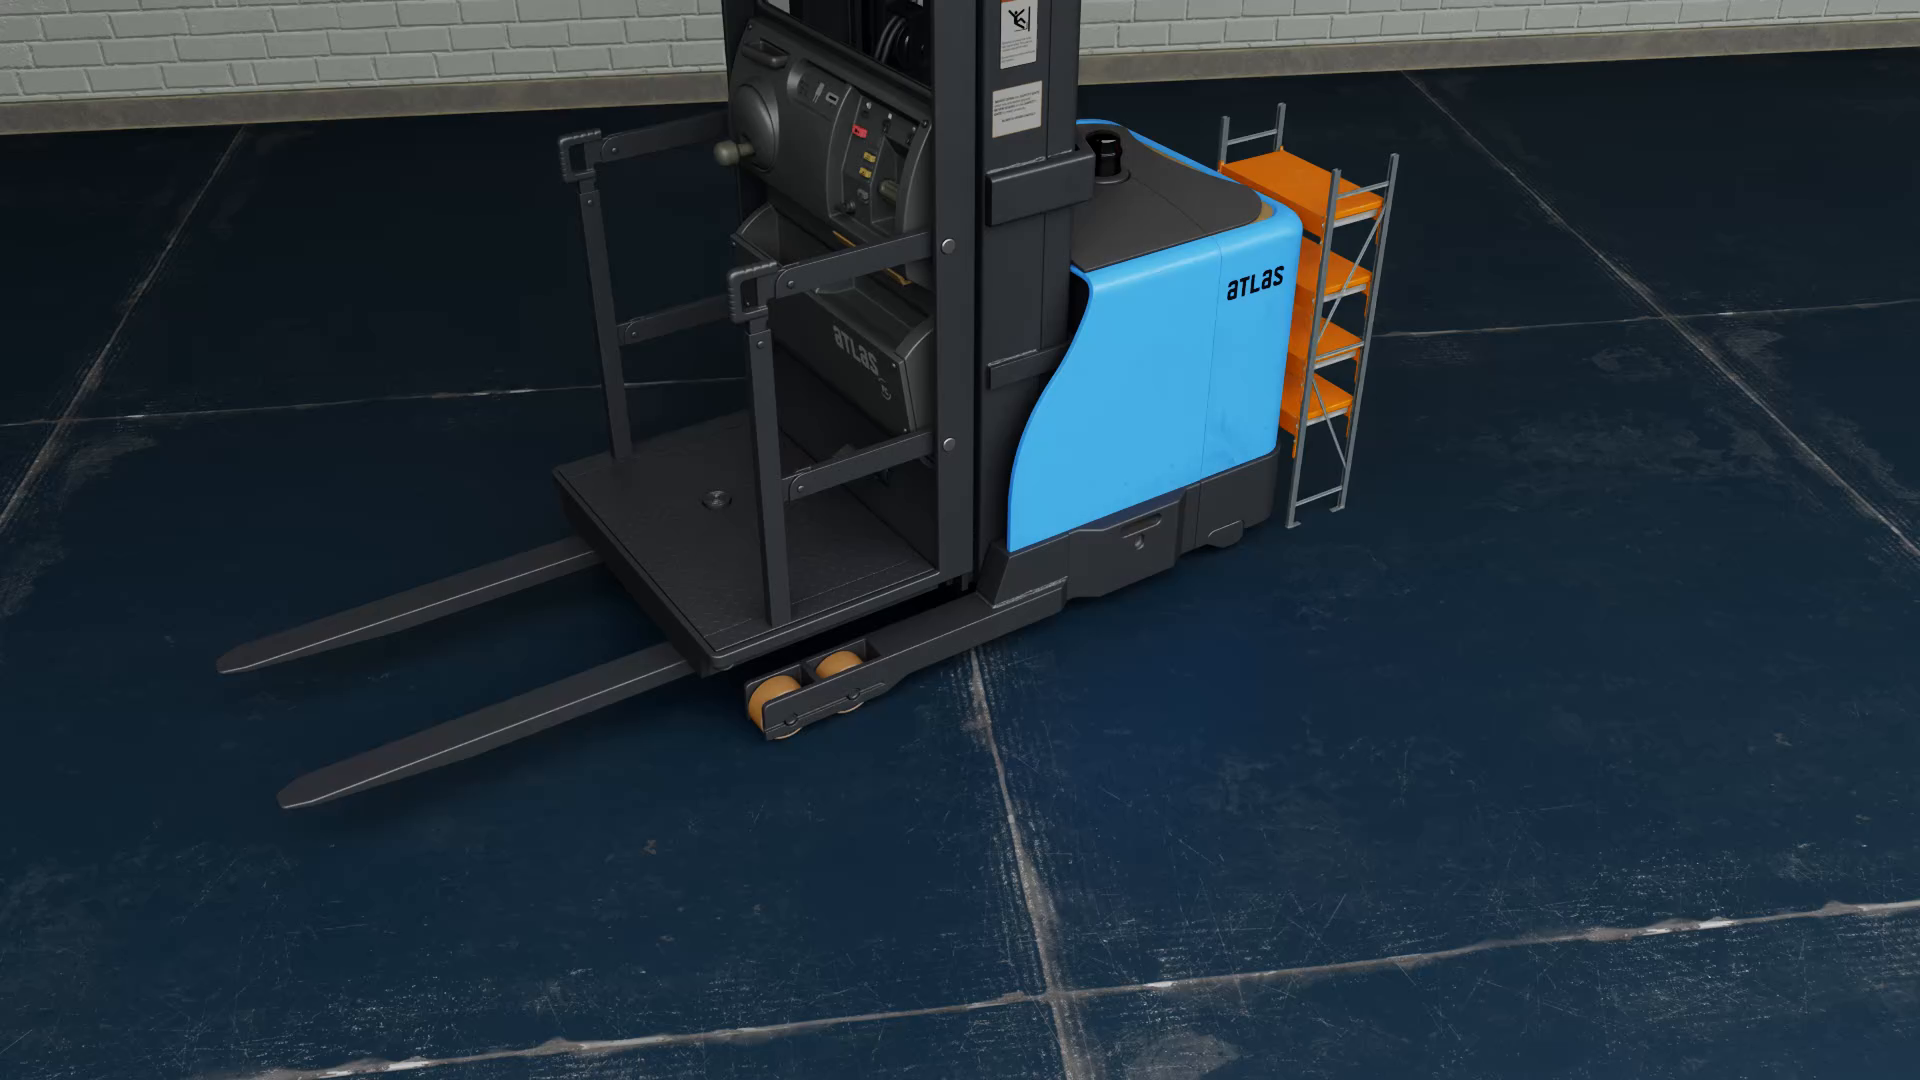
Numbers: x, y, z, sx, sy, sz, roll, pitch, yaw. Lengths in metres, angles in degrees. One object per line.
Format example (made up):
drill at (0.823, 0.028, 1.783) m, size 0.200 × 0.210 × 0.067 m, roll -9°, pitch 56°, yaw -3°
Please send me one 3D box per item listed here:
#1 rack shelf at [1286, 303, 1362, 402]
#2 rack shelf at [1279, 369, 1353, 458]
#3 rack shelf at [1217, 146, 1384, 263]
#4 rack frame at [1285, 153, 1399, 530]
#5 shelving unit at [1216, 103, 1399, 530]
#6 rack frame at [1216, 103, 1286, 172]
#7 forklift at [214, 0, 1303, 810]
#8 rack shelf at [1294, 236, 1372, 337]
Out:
rack shelf at (1.015, -0.629, 5.227) m, size 0.258 × 0.148 × 0.480 m, roll -19°, pitch 39°, yaw -26°
rack shelf at (1.015, -0.465, 5.339) m, size 0.258 × 0.148 × 0.480 m, roll -19°, pitch 39°, yaw -26°
rack shelf at (1.015, -1.009, 4.968) m, size 0.258 × 0.148 × 0.480 m, roll -19°, pitch 39°, yaw -26°
rack frame at (1.143, -0.567, 5.017) m, size 0.240 × 1.200 × 0.015 m, roll -19°, pitch 39°, yaw -26°
shelving unit at (1.015, -0.685, 5.189) m, size 0.258 × 1.200 × 0.503 m, roll -19°, pitch 39°, yaw -26°
rack frame at (0.888, -0.802, 5.361) m, size 0.240 × 1.200 × 0.015 m, roll -19°, pitch 39°, yaw -26°
forklift at (-0.520, -1.018, 4.142) m, size 3.031 × 2.935 × 1.130 m, roll -20°, pitch 39°, yaw -27°
rack shelf at (1.015, -0.814, 5.101) m, size 0.258 × 0.148 × 0.480 m, roll -19°, pitch 39°, yaw -26°
